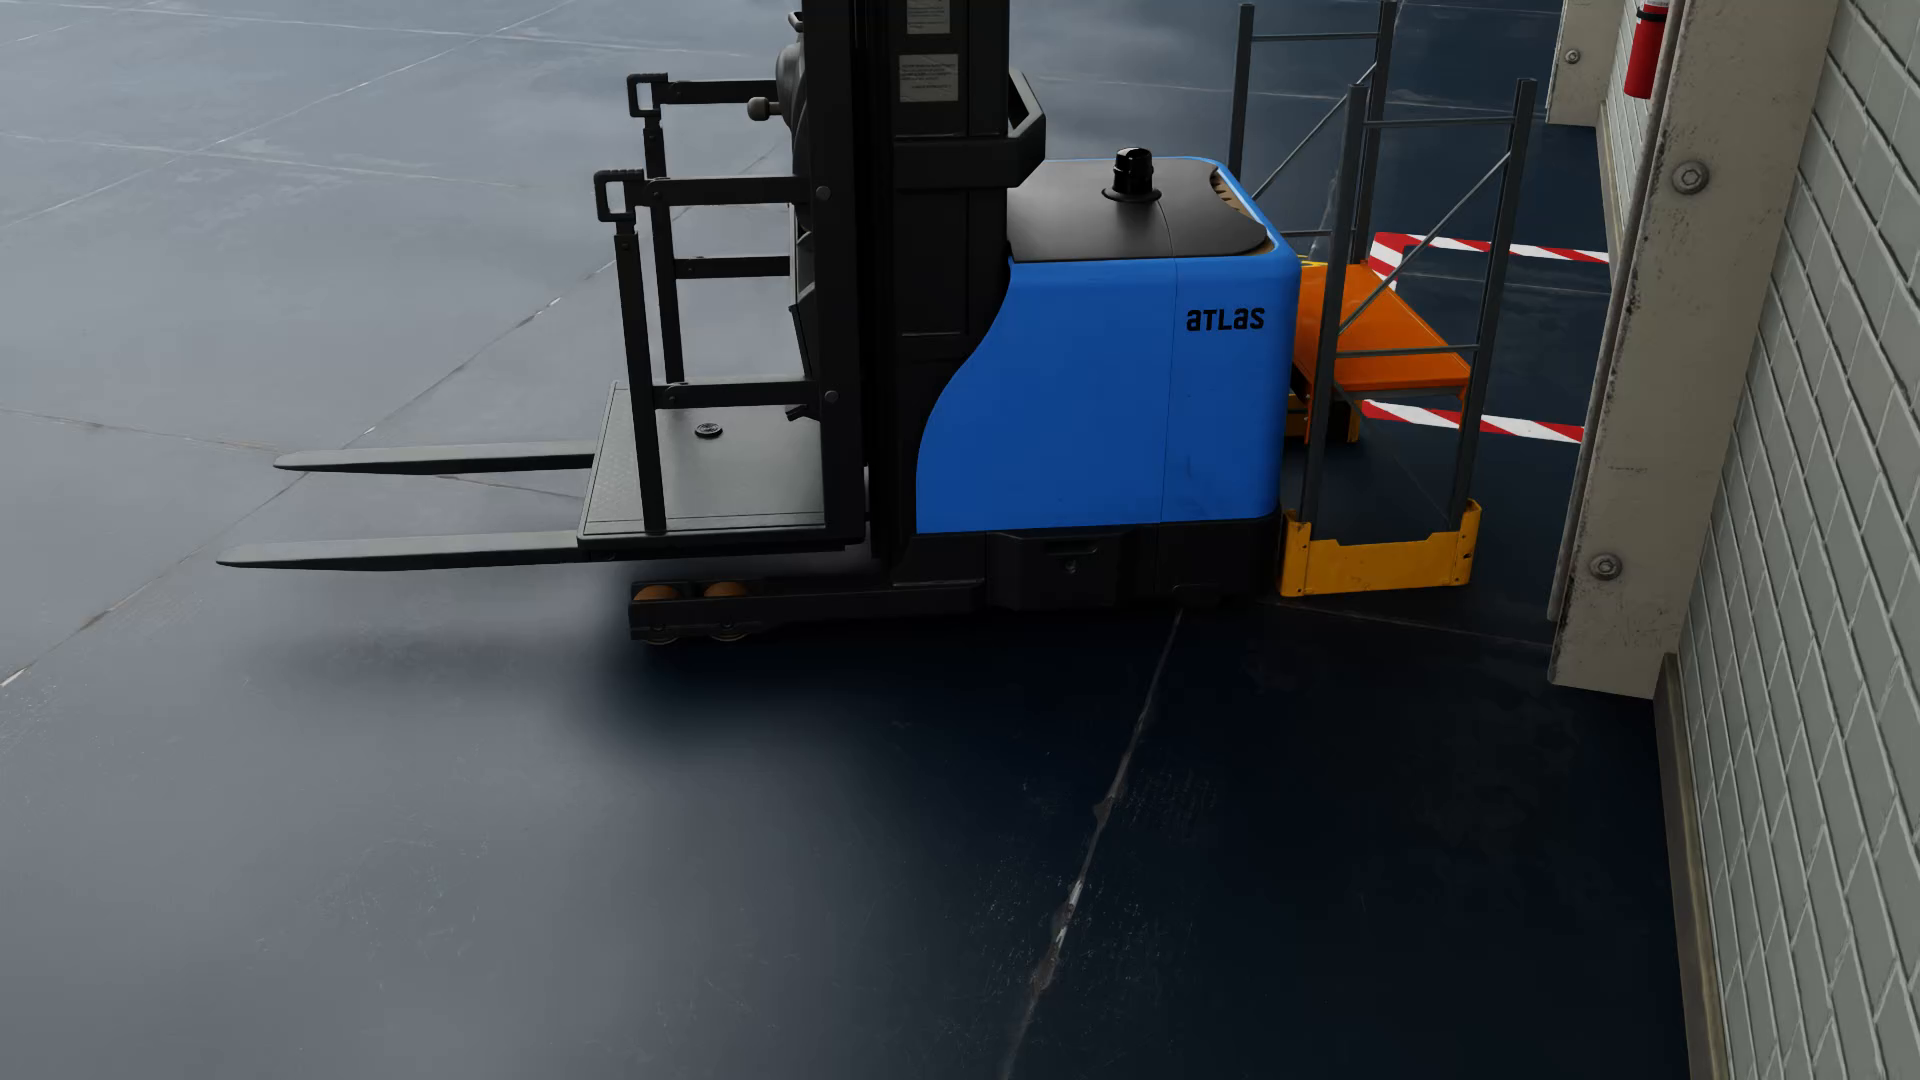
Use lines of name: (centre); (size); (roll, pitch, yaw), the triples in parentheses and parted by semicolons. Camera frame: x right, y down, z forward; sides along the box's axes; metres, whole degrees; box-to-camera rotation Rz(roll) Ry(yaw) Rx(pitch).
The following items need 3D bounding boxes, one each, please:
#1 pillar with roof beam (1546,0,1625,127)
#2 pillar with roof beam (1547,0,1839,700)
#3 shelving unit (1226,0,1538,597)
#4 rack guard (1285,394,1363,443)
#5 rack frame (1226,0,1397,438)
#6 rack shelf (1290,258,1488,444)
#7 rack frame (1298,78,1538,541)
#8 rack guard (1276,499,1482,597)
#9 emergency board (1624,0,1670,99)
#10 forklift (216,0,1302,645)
pillar with roof beam: (-0.541, -7.015, 8.603); (9.100, 9.000, 0.400); (8, 30, 15)
pillar with roof beam: (-2.302, -4.226, 3.591); (9.100, 9.000, 0.400); (8, 30, 15)
shelving unit: (1.179, -0.764, 5.079); (0.587, 1.500, 1.083); (-4, 29, -7)
rack guard: (1.113, -0.458, 5.815); (0.587, 0.250, 0.087); (-4, 29, -7)
rack frame: (1.112, -1.013, 5.528); (0.500, 1.500, 0.032); (-4, 29, -7)
rack shelf: (1.178, -0.611, 5.175); (0.538, 0.185, 1.000); (-4, 29, -7)
rack frame: (1.244, -0.523, 4.647); (0.500, 1.500, 0.032); (-4, 29, -7)
rack guard: (1.244, 0.023, 4.952); (0.587, 0.250, 0.087); (-4, 29, -7)
emergency board: (2.575, -2.133, 6.000); (0.194, 1.169, 0.643); (8, 30, 15)
forklift: (-0.620, -1.253, 4.487); (3.031, 2.935, 1.130); (-3, 29, -5)
